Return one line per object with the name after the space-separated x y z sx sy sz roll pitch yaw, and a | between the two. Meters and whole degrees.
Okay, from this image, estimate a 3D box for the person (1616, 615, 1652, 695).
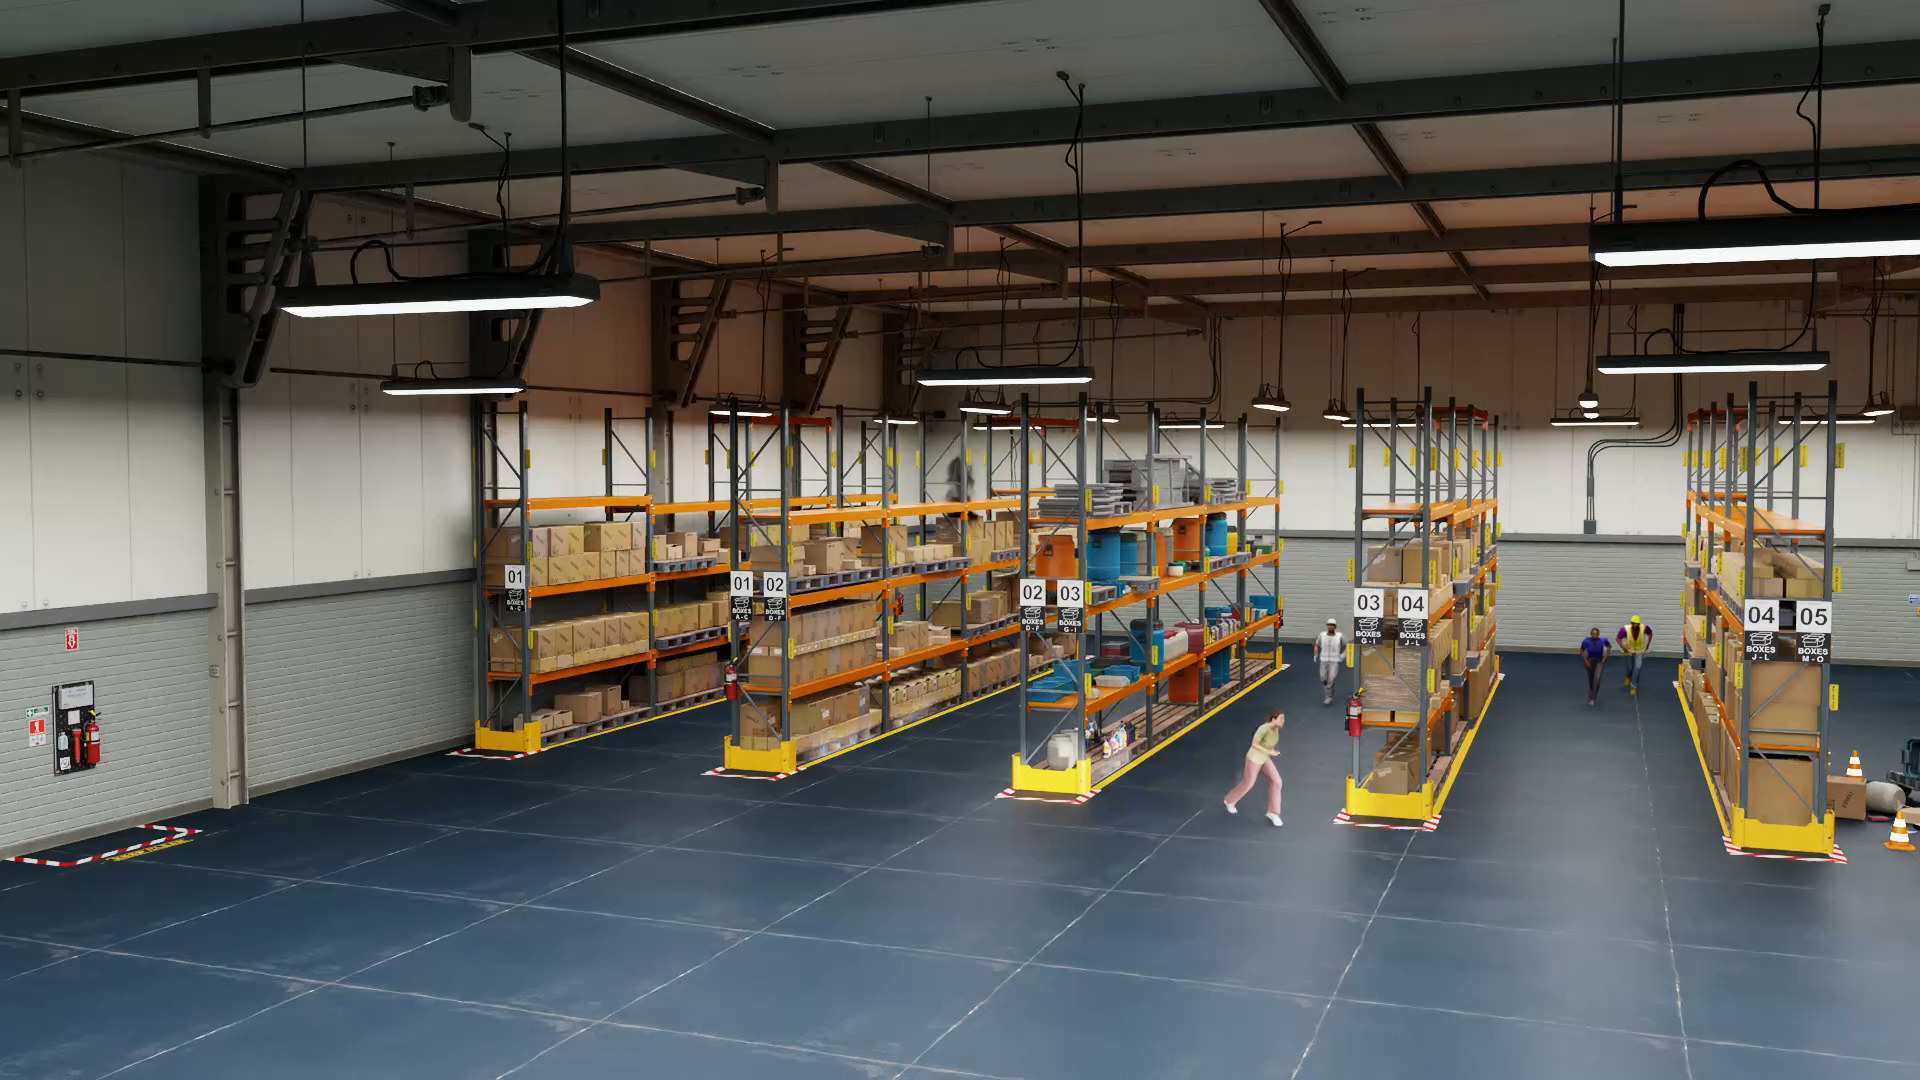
14.448 2.441 35.689 0.734 1.712 1.046 1 3 11 | person

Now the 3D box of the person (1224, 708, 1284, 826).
4.077 3.117 23.046 0.964 1.608 0.617 2 4 40 | person

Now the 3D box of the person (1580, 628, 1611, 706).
13.042 2.574 34.156 0.599 1.616 0.949 1 3 17 | person

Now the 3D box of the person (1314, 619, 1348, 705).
7.617 2.483 34.116 0.696 1.743 0.703 1 3 22 | person
